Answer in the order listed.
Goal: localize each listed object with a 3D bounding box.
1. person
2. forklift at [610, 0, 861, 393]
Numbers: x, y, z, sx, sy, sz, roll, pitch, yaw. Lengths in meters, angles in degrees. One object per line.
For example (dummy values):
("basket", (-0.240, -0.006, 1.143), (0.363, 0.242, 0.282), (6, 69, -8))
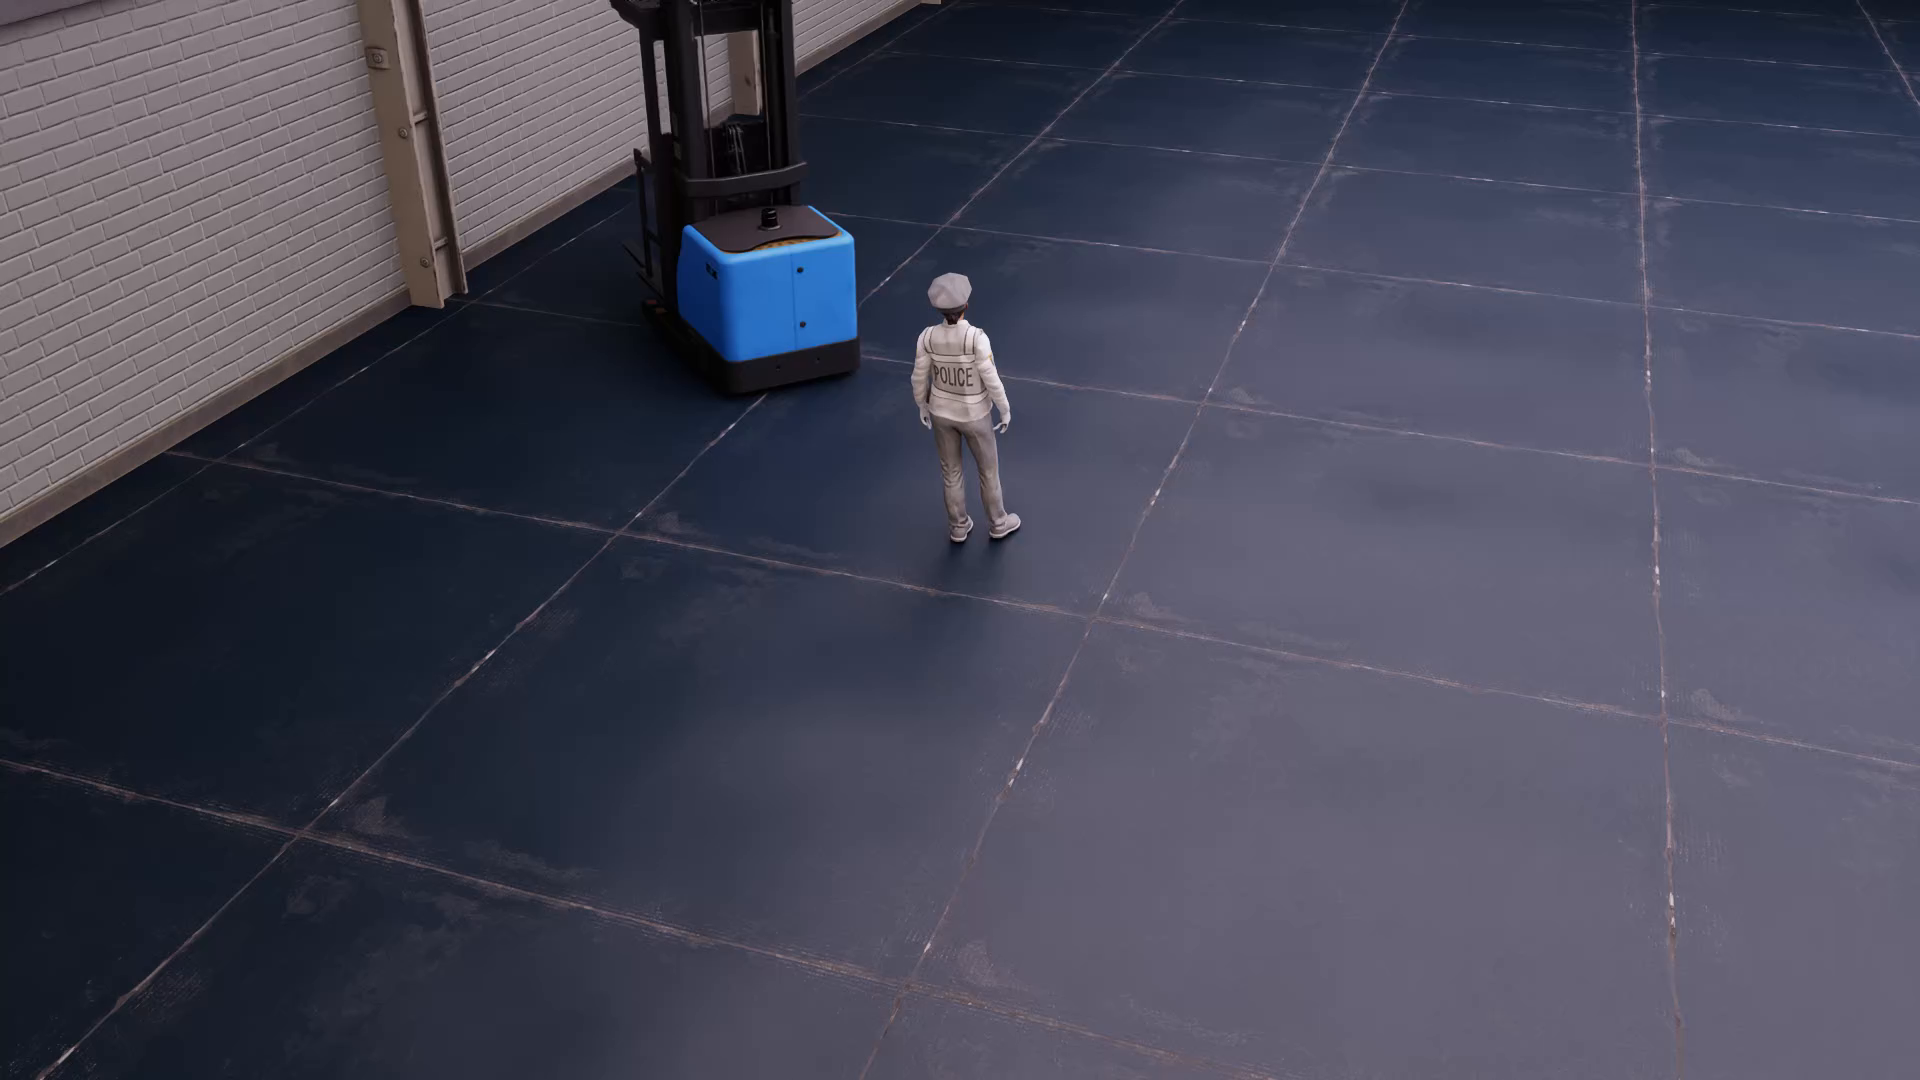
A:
("person", (0.029, -0.773, 9.727), (0.586, 1.694, 0.532), (10, 31, 16))
("forklift", (-1.859, -3.013, 12.423), (1.130, 2.935, 3.031), (-14, 33, -24))
